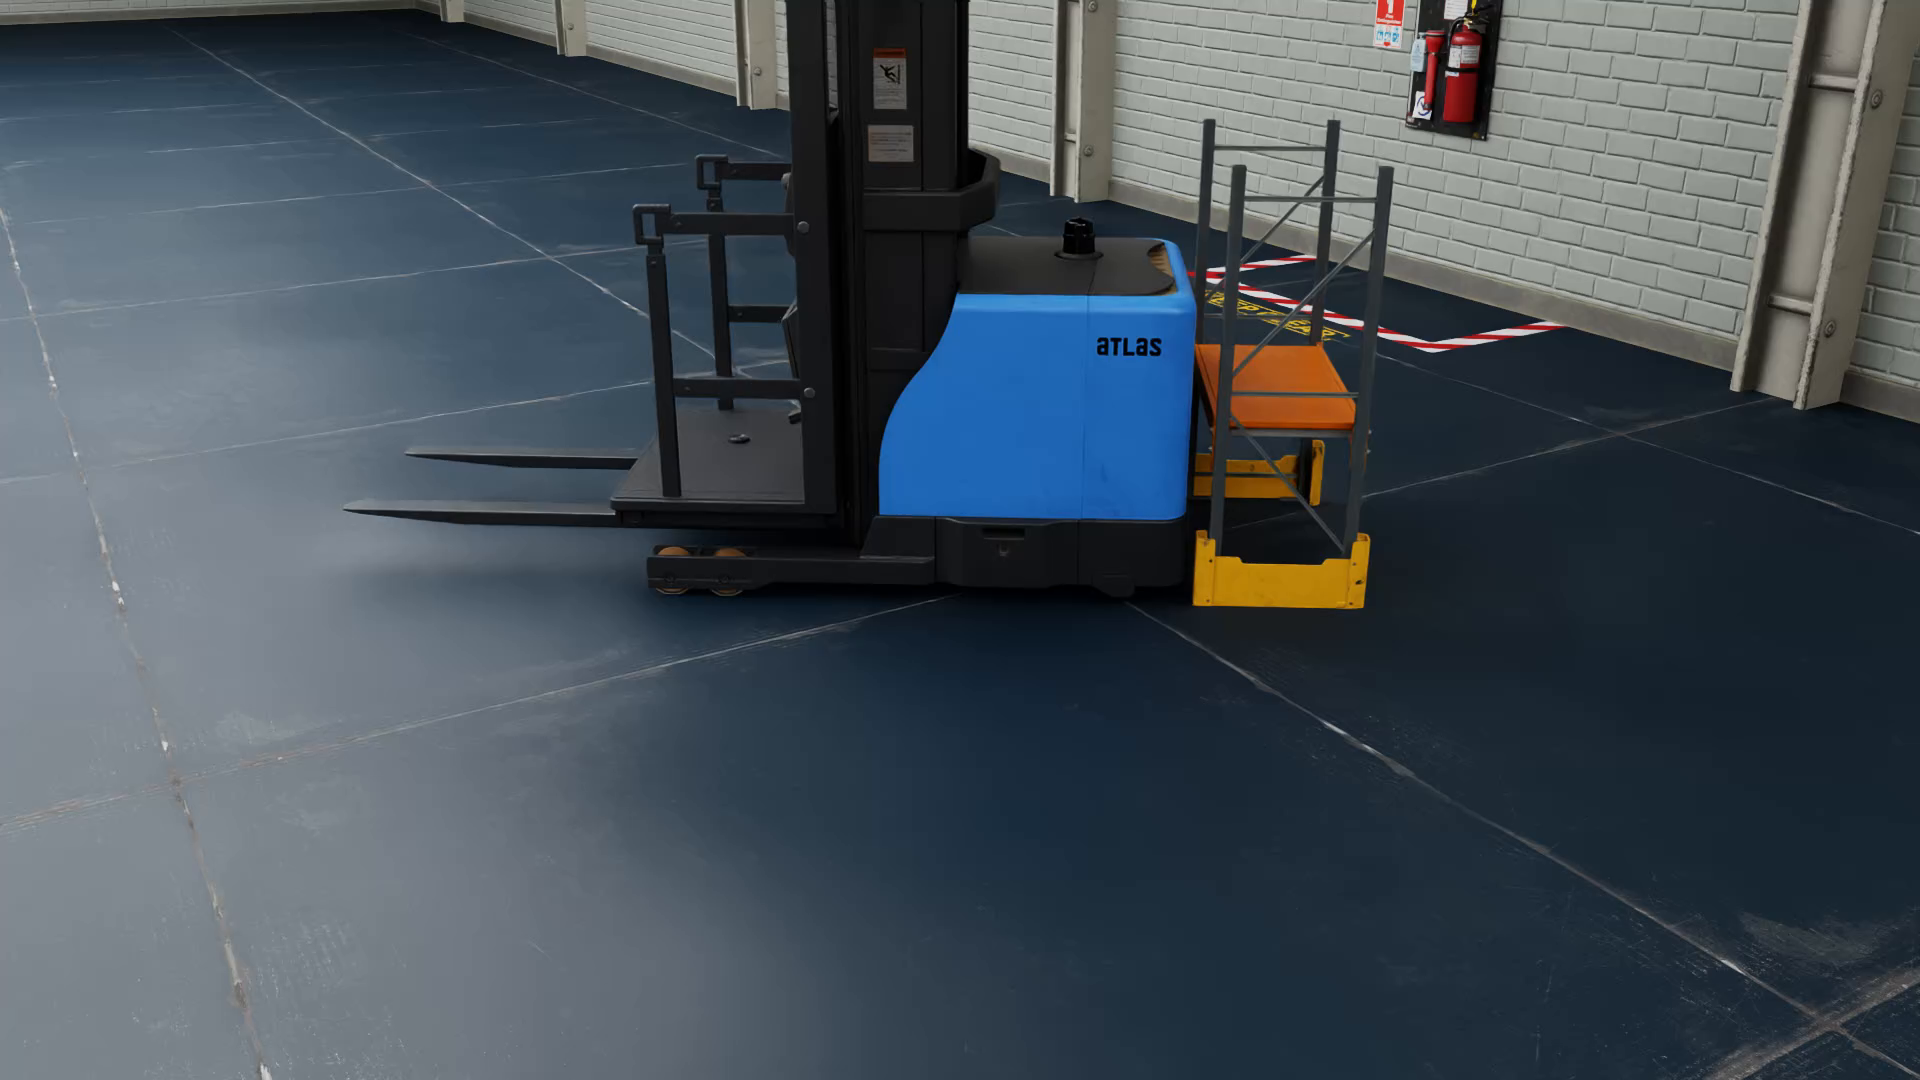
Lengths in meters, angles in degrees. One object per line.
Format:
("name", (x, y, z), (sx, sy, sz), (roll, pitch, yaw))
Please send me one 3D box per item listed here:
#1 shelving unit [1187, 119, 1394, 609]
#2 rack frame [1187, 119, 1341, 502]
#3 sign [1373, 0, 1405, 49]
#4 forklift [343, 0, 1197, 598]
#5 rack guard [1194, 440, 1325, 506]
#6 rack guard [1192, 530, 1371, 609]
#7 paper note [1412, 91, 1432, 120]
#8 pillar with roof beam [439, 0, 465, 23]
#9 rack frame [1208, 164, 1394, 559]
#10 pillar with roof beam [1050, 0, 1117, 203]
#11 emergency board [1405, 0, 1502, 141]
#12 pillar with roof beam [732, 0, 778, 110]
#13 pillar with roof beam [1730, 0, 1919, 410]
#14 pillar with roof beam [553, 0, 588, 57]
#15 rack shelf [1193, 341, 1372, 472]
("shelving unit", (1.127, -0.665, 5.953), (0.587, 1.500, 1.083), (1, 22, 2))
("rack frame", (1.151, -0.859, 6.432), (0.500, 1.500, 0.032), (1, 22, 2))
("sign", (2.568, -3.115, 9.945), (0.001, 0.329, 0.234), (-13, 25, -28))
("forklift", (-0.699, -1.357, 5.757), (3.031, 2.935, 1.130), (1, 22, 3))
("rack guard", (1.149, -0.273, 6.649), (0.587, 0.250, 0.087), (1, 22, 2))
("rack guard", (1.102, 0.102, 5.728), (0.587, 0.250, 0.087), (1, 22, 2))
("paper note", (2.730, -2.563, 9.802), (0.016, 0.148, 0.142), (-13, 25, -28))
("pillar with roof beam", (-11.969, -11.813, 23.424), (9.100, 9.000, 0.400), (-13, 25, -28))
("rack frame", (1.103, -0.477, 5.491), (0.500, 1.500, 0.032), (1, 22, 2))
("pillar with roof beam", (-2.775, -5.986, 9.088), (9.100, 9.000, 0.400), (-13, 25, -28))
("emergency board", (2.762, -2.900, 9.463), (0.194, 1.169, 0.643), (-13, 25, -28))
("pillar with roof beam", (-5.840, -7.928, 13.867), (9.100, 9.000, 0.400), (-13, 25, -28))
("pillar with roof beam", (0.290, -4.044, 4.310), (9.100, 9.000, 0.400), (-13, 25, -28))
("pillar with roof beam", (-8.905, -9.871, 18.645), (9.100, 9.000, 0.400), (-13, 25, -28))
("rack shelf", (1.127, -0.501, 6.029), (0.538, 0.185, 1.000), (1, 22, 2))
